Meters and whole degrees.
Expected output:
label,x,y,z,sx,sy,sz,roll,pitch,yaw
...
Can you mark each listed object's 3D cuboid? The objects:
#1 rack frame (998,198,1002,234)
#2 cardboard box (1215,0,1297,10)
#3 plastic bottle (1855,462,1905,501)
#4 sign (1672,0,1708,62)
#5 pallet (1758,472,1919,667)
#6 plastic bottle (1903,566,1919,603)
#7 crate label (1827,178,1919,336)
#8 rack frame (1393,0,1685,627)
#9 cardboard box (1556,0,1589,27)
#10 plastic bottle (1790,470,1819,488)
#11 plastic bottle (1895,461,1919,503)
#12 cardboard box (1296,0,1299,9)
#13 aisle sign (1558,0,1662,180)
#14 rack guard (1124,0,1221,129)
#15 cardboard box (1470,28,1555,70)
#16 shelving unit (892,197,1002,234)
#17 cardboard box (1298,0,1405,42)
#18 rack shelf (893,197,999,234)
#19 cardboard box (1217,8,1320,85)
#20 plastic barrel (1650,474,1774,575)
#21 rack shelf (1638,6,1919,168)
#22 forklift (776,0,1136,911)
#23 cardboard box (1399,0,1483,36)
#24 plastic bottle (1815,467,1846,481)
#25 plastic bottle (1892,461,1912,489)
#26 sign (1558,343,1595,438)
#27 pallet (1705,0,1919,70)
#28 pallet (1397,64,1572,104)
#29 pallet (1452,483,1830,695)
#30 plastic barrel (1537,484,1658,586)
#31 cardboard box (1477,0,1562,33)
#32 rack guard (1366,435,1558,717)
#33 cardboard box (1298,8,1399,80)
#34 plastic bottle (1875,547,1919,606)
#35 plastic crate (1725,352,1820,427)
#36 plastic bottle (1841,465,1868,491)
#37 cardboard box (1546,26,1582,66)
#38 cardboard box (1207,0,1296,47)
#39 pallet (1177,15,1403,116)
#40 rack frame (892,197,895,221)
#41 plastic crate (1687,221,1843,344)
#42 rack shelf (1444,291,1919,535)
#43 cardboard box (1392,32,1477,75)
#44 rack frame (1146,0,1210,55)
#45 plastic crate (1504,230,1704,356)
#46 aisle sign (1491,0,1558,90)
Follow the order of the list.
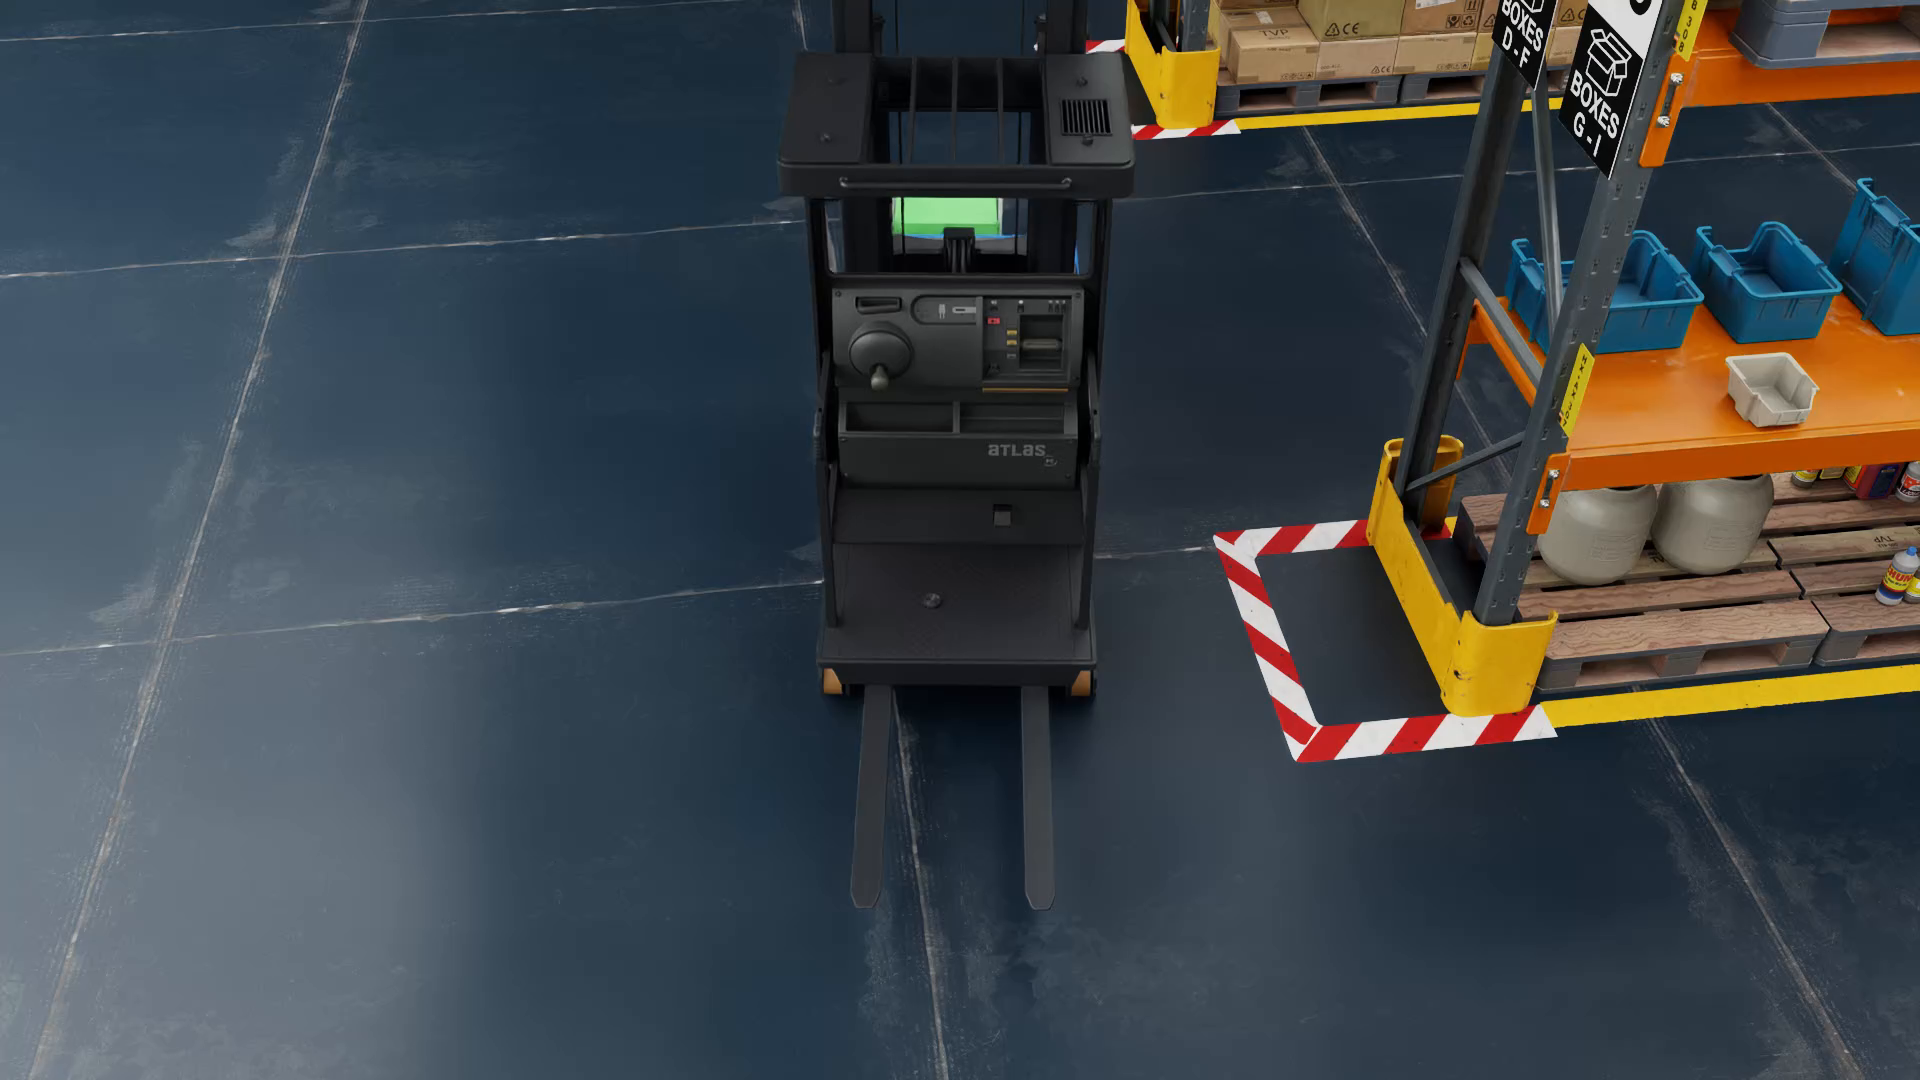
label,x,y,z,sx,sy,sz,roll,pitch,yaw
rack frame,0.181,-1.137,7.830,0.015,1.200,0.240,0,42,0
cardboard box,1.851,-3.710,10.518,0.500,0.500,0.500,-5,42,-6
plastic bottle,4.028,-0.300,7.258,0.133,0.283,0.061,-5,42,-6
sign,2.063,-1.514,4.657,0.005,0.325,0.100,-5,42,-6
pallet,4.079,0.065,7.236,1.213,0.211,1.003,-5,42,-6
plastic bottle,3.937,0.154,6.815,0.097,0.201,0.097,0,42,0
crate label,3.786,-1.115,6.435,0.616,0.435,0.502,-5,42,-6
rack frame,1.996,-0.762,6.071,0.127,3.000,1.000,-5,42,-6
cardboard box,3.900,-3.546,10.336,0.500,0.500,0.500,-5,42,-6
plastic bottle,3.761,-0.337,7.360,0.097,0.201,0.097,0,42,0
plastic bottle,4.186,-0.272,7.287,0.097,0.201,0.097,0,42,0
cardboard box,2.345,-3.481,10.824,0.500,0.250,0.500,-5,42,-6
aisle sign,1.963,-1.527,4.977,0.004,0.787,0.394,-5,42,-6
rack guard,1.334,-3.122,10.553,0.348,0.500,1.175,-5,42,-6
cardboard box,3.406,-3.215,10.529,0.500,0.250,0.500,-5,42,-6
shelving unit,-0.063,-1.139,7.832,0.503,1.200,0.258,0,42,0
cardboard box,2.414,-3.409,10.185,0.500,0.500,0.500,-5,42,-6
rack shelf,-0.063,-1.448,7.553,0.480,0.148,0.258,0,42,0
cardboard box,1.918,-3.086,10.386,0.500,0.250,0.500,-5,42,-6
plastic barrel,3.136,-0.146,6.931,0.421,0.512,0.421,0,42,0
rack shelf,3.979,-1.783,5.499,4.000,0.370,1.077,-5,42,-6
forklift,-0.007,-0.667,6.017,1.130,2.935,3.031,0,42,0
cardboard box,2.908,-3.461,10.242,0.500,0.500,0.500,-5,42,-6
plastic bottle,3.874,-0.390,7.357,0.133,0.283,0.061,-4,42,-4
plastic bottle,4.152,-0.380,7.352,0.135,0.276,0.152,-6,42,-7
sign,2.063,-0.499,5.572,0.005,0.325,0.100,-5,42,-6
pallet,2.829,-1.813,5.137,1.213,0.211,1.003,-5,42,-6
pallet,3.318,-3.215,10.871,1.213,0.211,1.003,-5,42,-6
pallet,2.872,0.169,7.121,1.213,0.211,1.003,-5,42,-6
plastic barrel,2.639,-0.102,6.883,0.421,0.512,0.421,0,42,0
cardboard box,3.406,-3.493,10.277,0.500,0.500,0.500,-5,42,-6
rack guard,2.066,0.128,6.950,0.348,0.500,1.175,-5,42,-6
cardboard box,2.414,-3.132,10.437,0.500,0.250,0.500,-5,42,-6
plastic bottle,3.835,0.137,6.782,0.097,0.271,0.097,0,42,0
plastic crate,2.925,-0.528,6.008,0.250,0.136,0.298,-5,42,-6
plastic bottle,4.014,-0.368,7.339,0.135,0.276,0.152,-5,42,-5
cardboard box,3.902,-3.259,10.578,0.500,0.250,0.500,-5,42,-6
cardboard box,1.851,-3.430,10.767,0.500,0.250,0.500,-5,42,-6
pallet,2.111,-3.111,10.756,1.213,0.211,1.003,-5,42,-6
rack frame,-0.307,-1.141,7.834,0.015,1.200,0.240,0,42,0
plastic crate,3.098,-1.002,6.447,0.408,0.251,0.499,-5,42,-6
rack shelf,3.979,-0.669,6.504,4.000,0.370,1.077,-5,42,-6
cardboard box,2.910,-3.175,10.485,0.500,0.250,0.500,-5,42,-6
rack frame,1.358,-4.052,9.718,0.127,3.000,1.000,-5,42,-6
plastic crate,2.454,-0.949,6.389,0.616,0.251,0.499,-5,42,-6
aisle sign,1.886,-1.918,5.412,0.004,0.787,0.394,-5,42,-6
